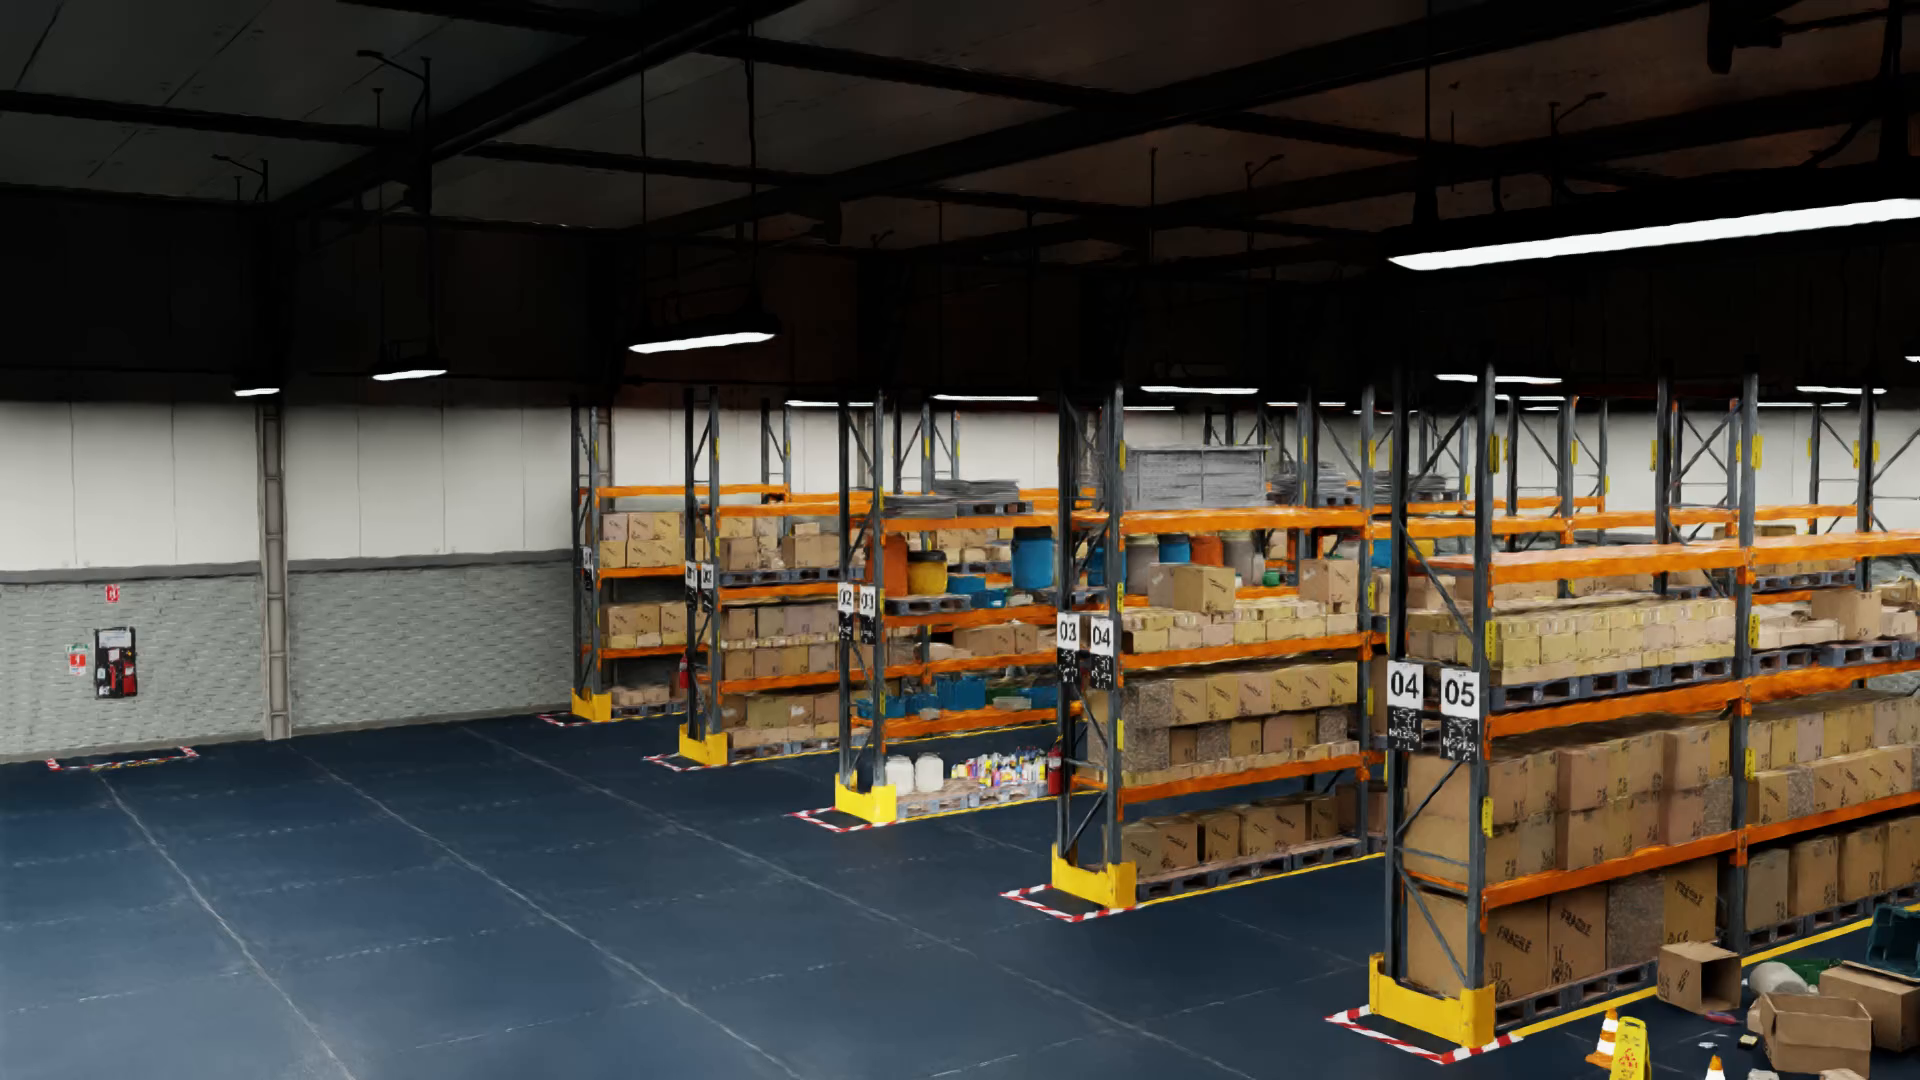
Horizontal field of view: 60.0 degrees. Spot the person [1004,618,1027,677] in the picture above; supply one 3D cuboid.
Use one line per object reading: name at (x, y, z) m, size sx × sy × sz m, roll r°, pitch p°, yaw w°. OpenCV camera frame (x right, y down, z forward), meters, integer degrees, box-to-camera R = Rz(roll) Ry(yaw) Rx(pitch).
person at (1.059, 2.239, 34.353) m, size 1.116 × 1.667 × 0.547 m, roll -3°, pitch 4°, yaw -37°
